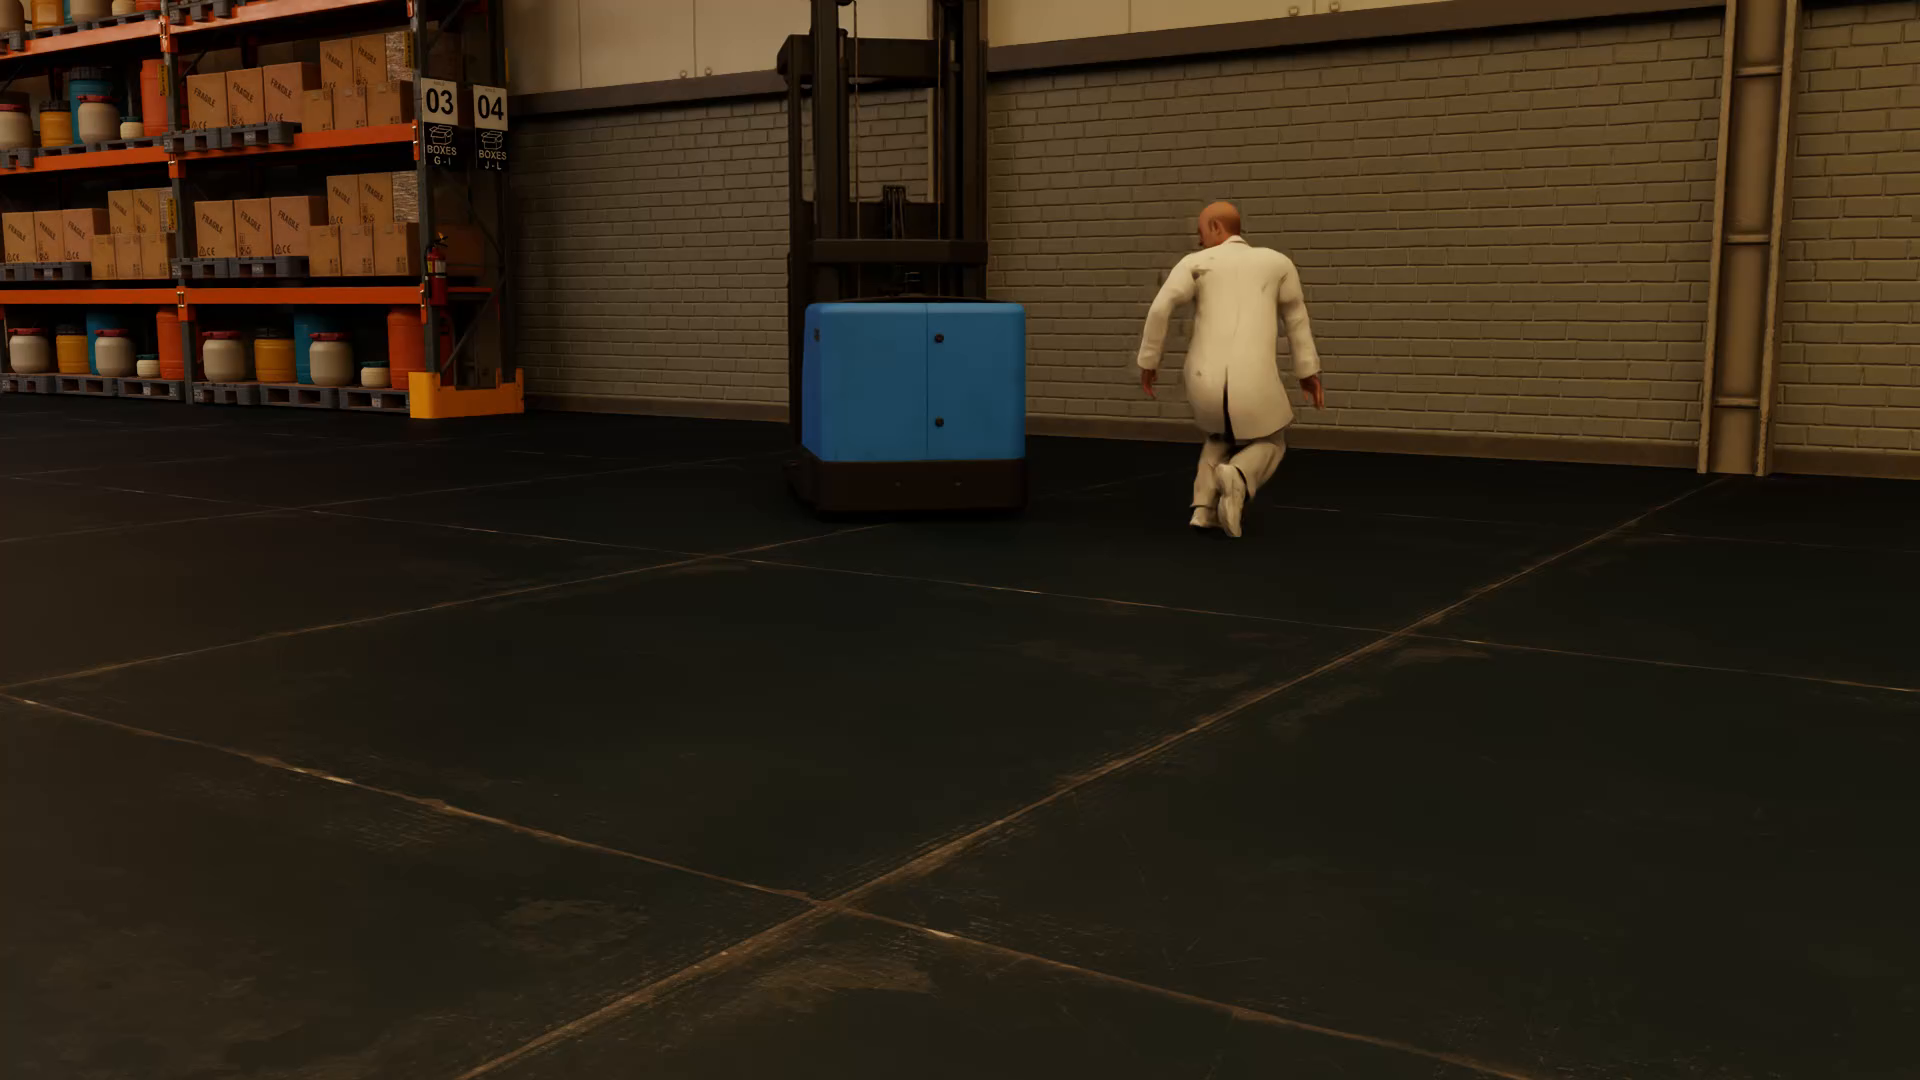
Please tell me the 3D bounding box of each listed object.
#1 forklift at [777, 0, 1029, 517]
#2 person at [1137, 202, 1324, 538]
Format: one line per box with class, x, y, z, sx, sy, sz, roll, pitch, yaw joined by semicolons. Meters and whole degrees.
forklift;-0.442;-1.738;9.418;1.130;2.935;3.031;-2;8;-11
person;1.268;-0.805;7.842;0.877;1.573;0.669;2;8;14
